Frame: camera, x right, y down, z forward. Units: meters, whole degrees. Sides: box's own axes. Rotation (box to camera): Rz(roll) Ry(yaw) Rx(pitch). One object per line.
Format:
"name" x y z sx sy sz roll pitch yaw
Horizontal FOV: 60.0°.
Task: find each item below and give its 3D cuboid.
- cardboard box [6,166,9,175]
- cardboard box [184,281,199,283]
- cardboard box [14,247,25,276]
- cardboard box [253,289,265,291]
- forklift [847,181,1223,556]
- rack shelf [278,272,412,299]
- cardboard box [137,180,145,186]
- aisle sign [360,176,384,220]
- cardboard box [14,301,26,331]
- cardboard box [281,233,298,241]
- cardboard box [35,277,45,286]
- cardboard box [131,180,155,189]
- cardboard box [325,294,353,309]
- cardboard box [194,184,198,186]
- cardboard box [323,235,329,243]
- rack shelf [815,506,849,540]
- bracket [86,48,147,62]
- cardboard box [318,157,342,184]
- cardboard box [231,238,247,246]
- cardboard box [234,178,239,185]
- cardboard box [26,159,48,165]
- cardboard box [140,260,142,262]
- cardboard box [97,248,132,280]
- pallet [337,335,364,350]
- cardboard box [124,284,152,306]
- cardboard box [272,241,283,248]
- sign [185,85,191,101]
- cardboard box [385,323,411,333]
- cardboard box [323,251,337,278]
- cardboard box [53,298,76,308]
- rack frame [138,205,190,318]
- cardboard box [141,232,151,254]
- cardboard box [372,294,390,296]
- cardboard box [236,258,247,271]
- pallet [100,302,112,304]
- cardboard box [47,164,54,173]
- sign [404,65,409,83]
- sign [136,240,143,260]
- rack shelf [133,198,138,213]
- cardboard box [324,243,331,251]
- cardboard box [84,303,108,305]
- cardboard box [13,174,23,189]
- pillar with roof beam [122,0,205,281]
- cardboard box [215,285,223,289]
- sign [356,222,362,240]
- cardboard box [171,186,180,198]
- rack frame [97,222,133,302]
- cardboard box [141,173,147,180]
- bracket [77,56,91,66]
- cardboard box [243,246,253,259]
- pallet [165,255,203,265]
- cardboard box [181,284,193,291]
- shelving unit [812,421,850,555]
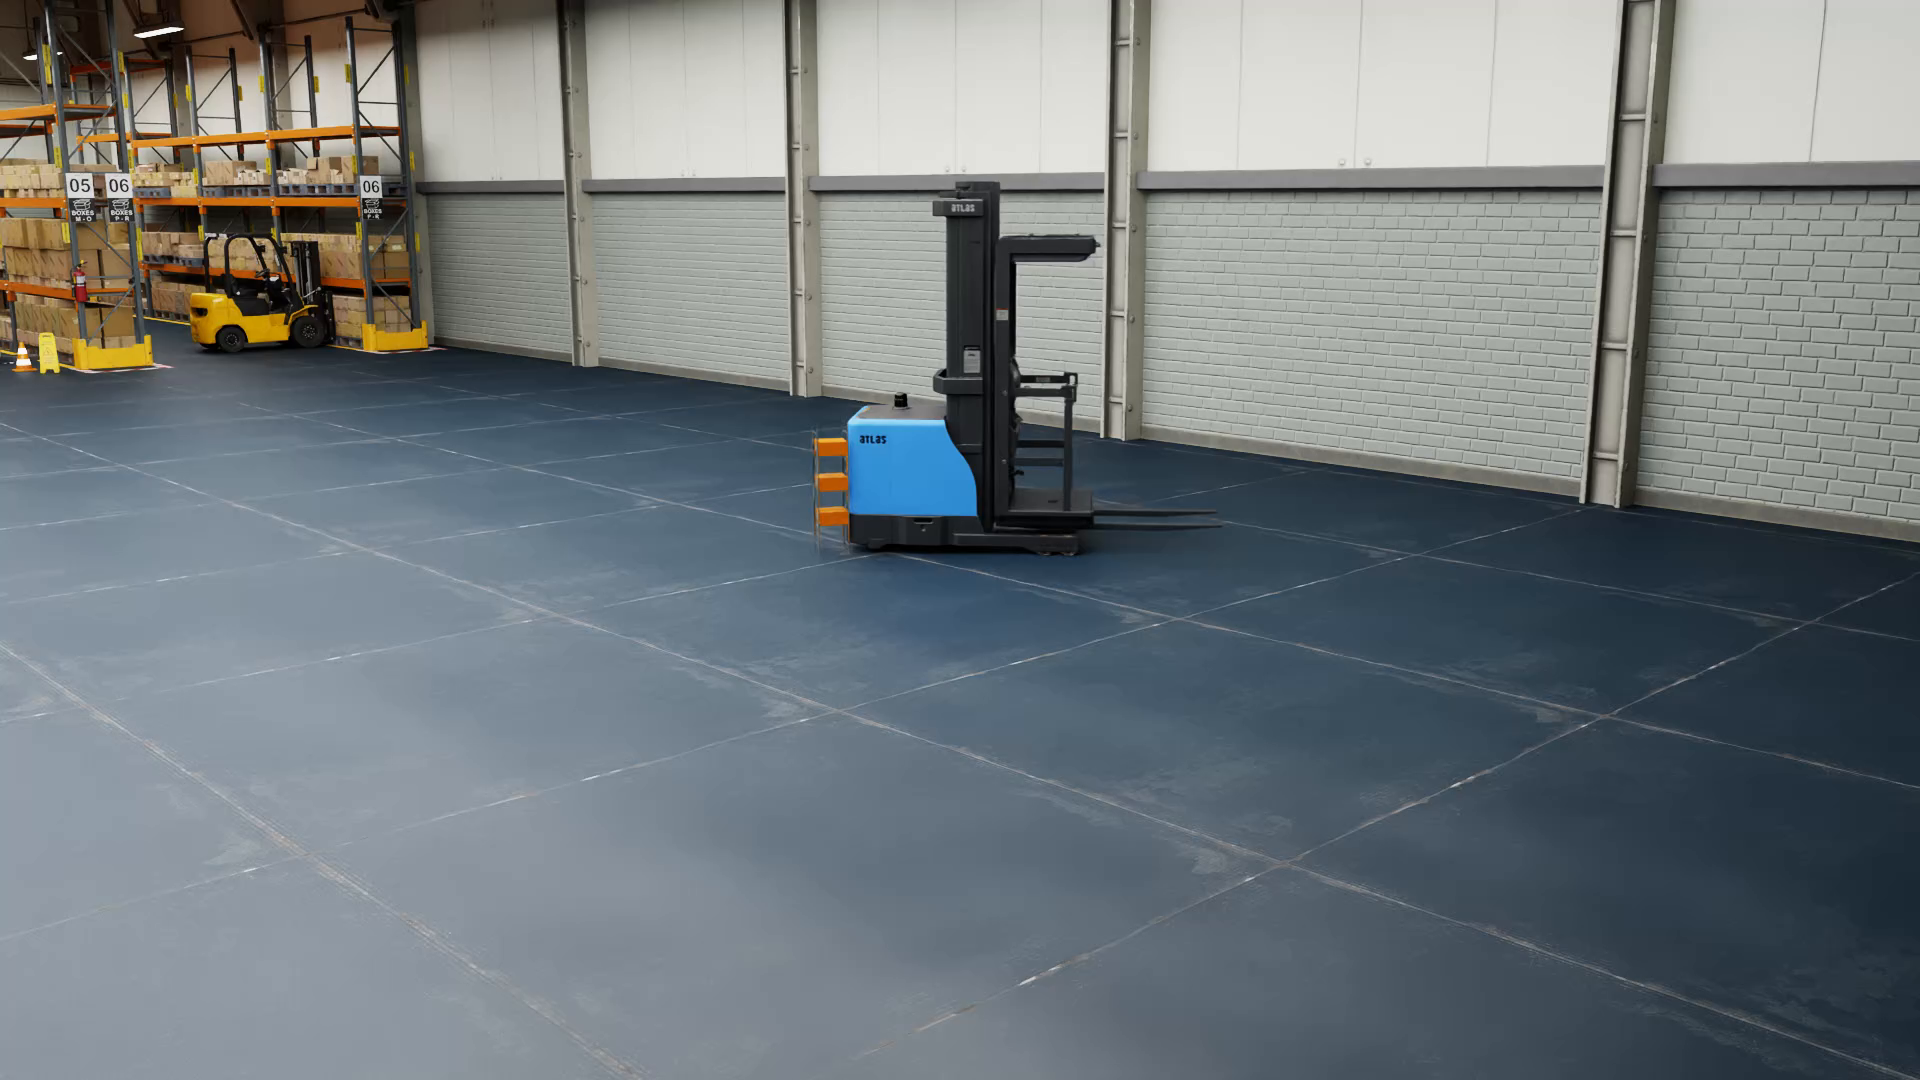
"cardboard box" -16.675 -6.553 29.496 0.250 0.149 0.380 11 16 43
"cardboard box" -18.148 -6.055 39.412 0.380 0.149 0.250 -11 16 -42
"cardboard box" -16.567 -5.003 29.775 0.500 0.500 0.500 -11 16 -43
"cardboard box" -15.330 -5.113 36.137 0.875 0.625 0.625 -10 15 -41
"forklift" 0.628 -1.420 13.538 3.031 2.935 1.130 1 12 4
"rack shelf" -12.064 -5.029 32.671 1.077 0.370 4.000 -11 16 -43
"cardboard box" -18.898 -8.300 38.665 0.380 0.149 0.250 -11 16 -42
"aisle sign" -10.850 -6.312 30.674 0.394 0.787 0.004 -11 16 -43
"cardboard box" -16.820 -4.084 30.214 0.500 0.500 0.500 -10 15 -40
"cardboard box" -13.440 -6.098 33.483 0.380 0.149 0.250 -10 16 -41
"cardboard box" -15.976 -4.547 29.168 0.380 0.149 0.250 -11 16 -43
"cardboard box" -19.484 -8.418 39.537 0.500 0.250 0.500 -11 16 -42
"cardboard box" -11.939 -4.608 32.139 0.500 0.250 0.500 -11 16 -42
"cardboard box" -16.627 -7.866 36.609 0.380 0.149 0.250 -10 16 -41
"cardboard box" -12.037 -5.797 32.024 0.380 0.149 0.250 -10 16 -41
"rack shelf" -1.036 -0.137 13.405 0.240 0.259 0.215 -3 12 -16
"bracket" -21.121 -12.156 41.695 0.076 0.066 4.783 -11 16 -43
"cardboard box" -11.800 -7.056 31.758 0.700 0.500 0.500 -11 16 -42
"cardboard box" -15.302 -6.349 35.441 0.380 0.149 0.250 -10 16 -41
"cardboard box" -14.957 -7.505 34.805 0.380 0.149 0.250 -11 16 -43
"cardboard box" -17.498 -7.040 31.306 0.500 0.250 0.500 -11 16 -44
"cardboard box" -19.373 -6.729 39.762 0.380 0.149 0.250 -11 16 -42
"cardboard box" -14.397 -4.700 28.305 0.500 0.500 0.500 -11 16 -43
"pallet" -11.241 -3.830 31.976 1.003 0.211 1.213 -11 16 -43
"cardboard box" -20.099 -6.022 40.861 0.500 0.500 0.700 11 16 43
"cardboard box" -13.842 -6.059 34.031 0.380 0.149 0.250 -10 15 -41
"sign" -16.593 -9.615 35.767 0.100 0.325 0.005 -11 16 -43
"cardboard box" -10.881 -4.047 31.897 0.500 0.250 0.500 -11 16 -42
"cardboard box" -11.918 -5.326 32.079 0.500 0.500 0.500 -11 16 -44
"cardboard box" -15.314 -4.066 28.521 0.380 0.149 0.250 -10 15 -41
"rack frame" -18.970 -6.841 39.682 1.000 3.000 0.127 -11 16 -43
"cardboard box" -18.798 -6.994 39.136 0.700 0.500 0.500 -10 16 -41
"cardboard box" -11.226 -4.607 32.136 0.500 0.250 0.500 -11 16 -42
"cardboard box" -15.016 -5.861 35.296 0.500 0.250 0.500 -10 15 -41
"pallet" -21.128 -5.931 42.179 1.003 0.211 1.213 -11 16 -43
"cardboard box" -15.057 -6.220 27.881 0.380 0.149 0.250 -11 16 -43
"sign" -10.277 -8.639 30.837 0.100 0.325 0.005 -11 16 -43
"sign" -13.878 -4.897 28.101 0.100 0.325 0.005 -11 16 -43
"rack shelf" -20.351 -8.250 40.869 1.077 0.370 4.000 -11 16 -43
"cardboard box" -12.028 -5.652 32.054 0.380 0.149 0.250 -11 16 -42
"cardboard box" -15.349 -3.933 29.484 0.500 0.500 0.500 -10 16 -41
"cardboard box" -16.227 -6.271 29.118 0.500 0.250 0.500 -11 16 -42
"pillar with roof beam" -21.912 -9.407 37.268 9.100 9.000 0.548 -11 16 -43
"cardboard box" -16.736 -5.743 37.902 0.380 0.149 0.250 -11 16 -42
"sign" -11.085 -5.699 30.684 0.100 0.325 0.005 -11 16 -43
"cardboard box" -17.431 -7.840 37.470 0.500 0.250 0.500 -11 16 -43
"rack frame" -21.732 -7.425 42.516 1.000 3.000 0.127 -11 16 -43
"cardboard box" -18.701 -8.411 38.465 0.380 0.149 0.250 -11 16 -44
"bracket" -22.912 -12.535 43.533 0.235 0.232 0.430 -11 16 -43
"cardboard box" -14.679 -6.030 34.880 0.500 0.250 0.500 -10 16 -41
"pallet" -17.554 -6.446 38.242 1.003 0.211 1.213 -11 16 -43
"cardboard box" -17.627 -5.790 38.130 0.250 0.149 0.380 11 16 42
"shelving unit" -1.036 -0.420 13.347 0.252 1.050 0.215 -3 12 -16
